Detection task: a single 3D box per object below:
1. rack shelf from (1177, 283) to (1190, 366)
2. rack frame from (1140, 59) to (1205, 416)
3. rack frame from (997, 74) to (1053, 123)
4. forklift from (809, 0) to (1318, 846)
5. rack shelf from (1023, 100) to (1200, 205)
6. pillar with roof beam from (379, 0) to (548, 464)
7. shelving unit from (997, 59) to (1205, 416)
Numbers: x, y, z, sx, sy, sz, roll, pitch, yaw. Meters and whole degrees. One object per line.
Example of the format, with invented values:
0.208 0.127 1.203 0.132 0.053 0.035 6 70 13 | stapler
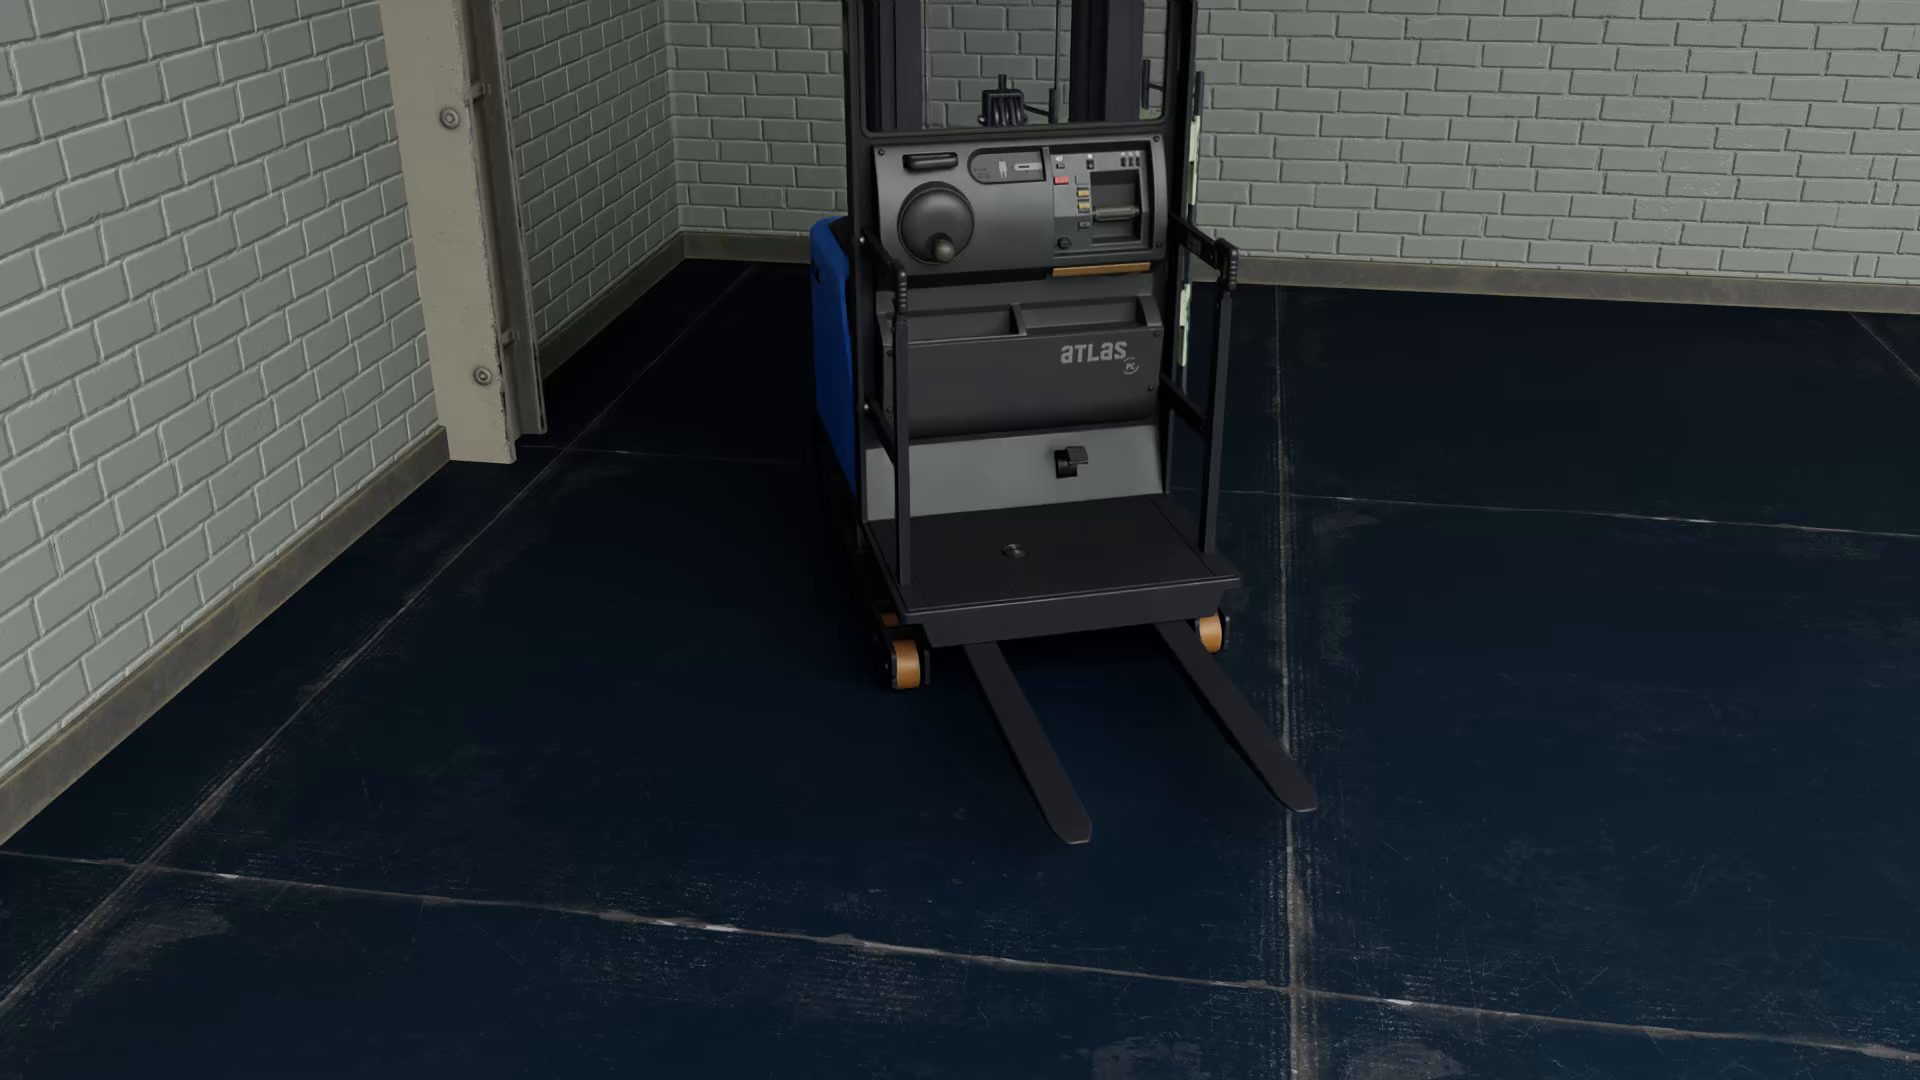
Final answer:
0.578 -0.928 7.233 0.720 0.370 0.431 -15 29 -28 | rack shelf
0.889 -1.305 7.269 0.023 1.500 0.400 -15 29 -28 | rack frame
0.267 -1.142 6.920 0.023 1.500 0.400 -15 29 -28 | rack frame
0.246 -1.030 4.993 1.130 2.935 3.031 -6 26 -12 | forklift
0.578 -1.578 6.930 0.720 0.370 0.431 -15 29 -28 | rack shelf
2.259 -4.189 4.584 9.100 9.000 0.400 4 25 9 | pillar with roof beam
0.578 -1.224 7.095 0.755 1.500 0.431 -15 29 -28 | shelving unit
